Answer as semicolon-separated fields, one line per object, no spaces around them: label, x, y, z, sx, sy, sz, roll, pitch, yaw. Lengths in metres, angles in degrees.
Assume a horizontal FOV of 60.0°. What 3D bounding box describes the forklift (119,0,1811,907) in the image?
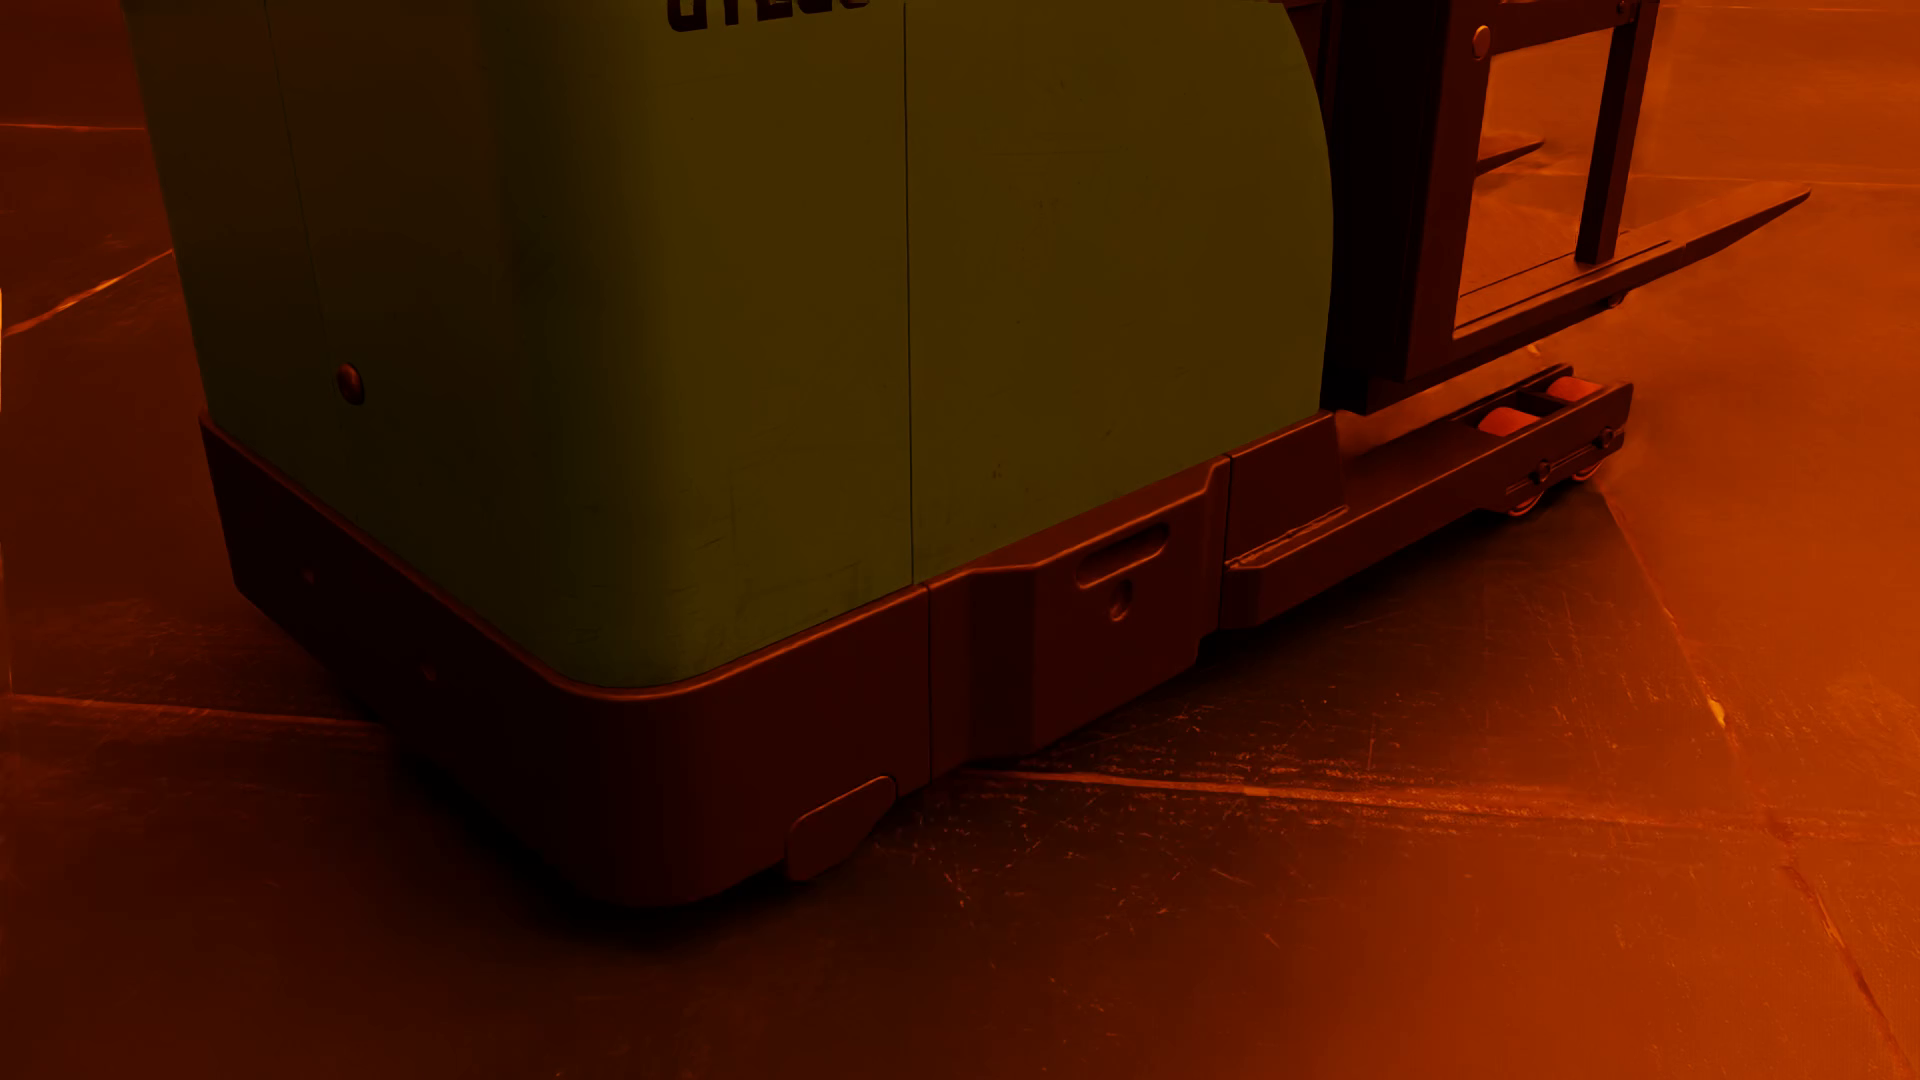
forklift;0.444;-1.500;2.223;3.031;2.935;1.130;-22;34;-37
